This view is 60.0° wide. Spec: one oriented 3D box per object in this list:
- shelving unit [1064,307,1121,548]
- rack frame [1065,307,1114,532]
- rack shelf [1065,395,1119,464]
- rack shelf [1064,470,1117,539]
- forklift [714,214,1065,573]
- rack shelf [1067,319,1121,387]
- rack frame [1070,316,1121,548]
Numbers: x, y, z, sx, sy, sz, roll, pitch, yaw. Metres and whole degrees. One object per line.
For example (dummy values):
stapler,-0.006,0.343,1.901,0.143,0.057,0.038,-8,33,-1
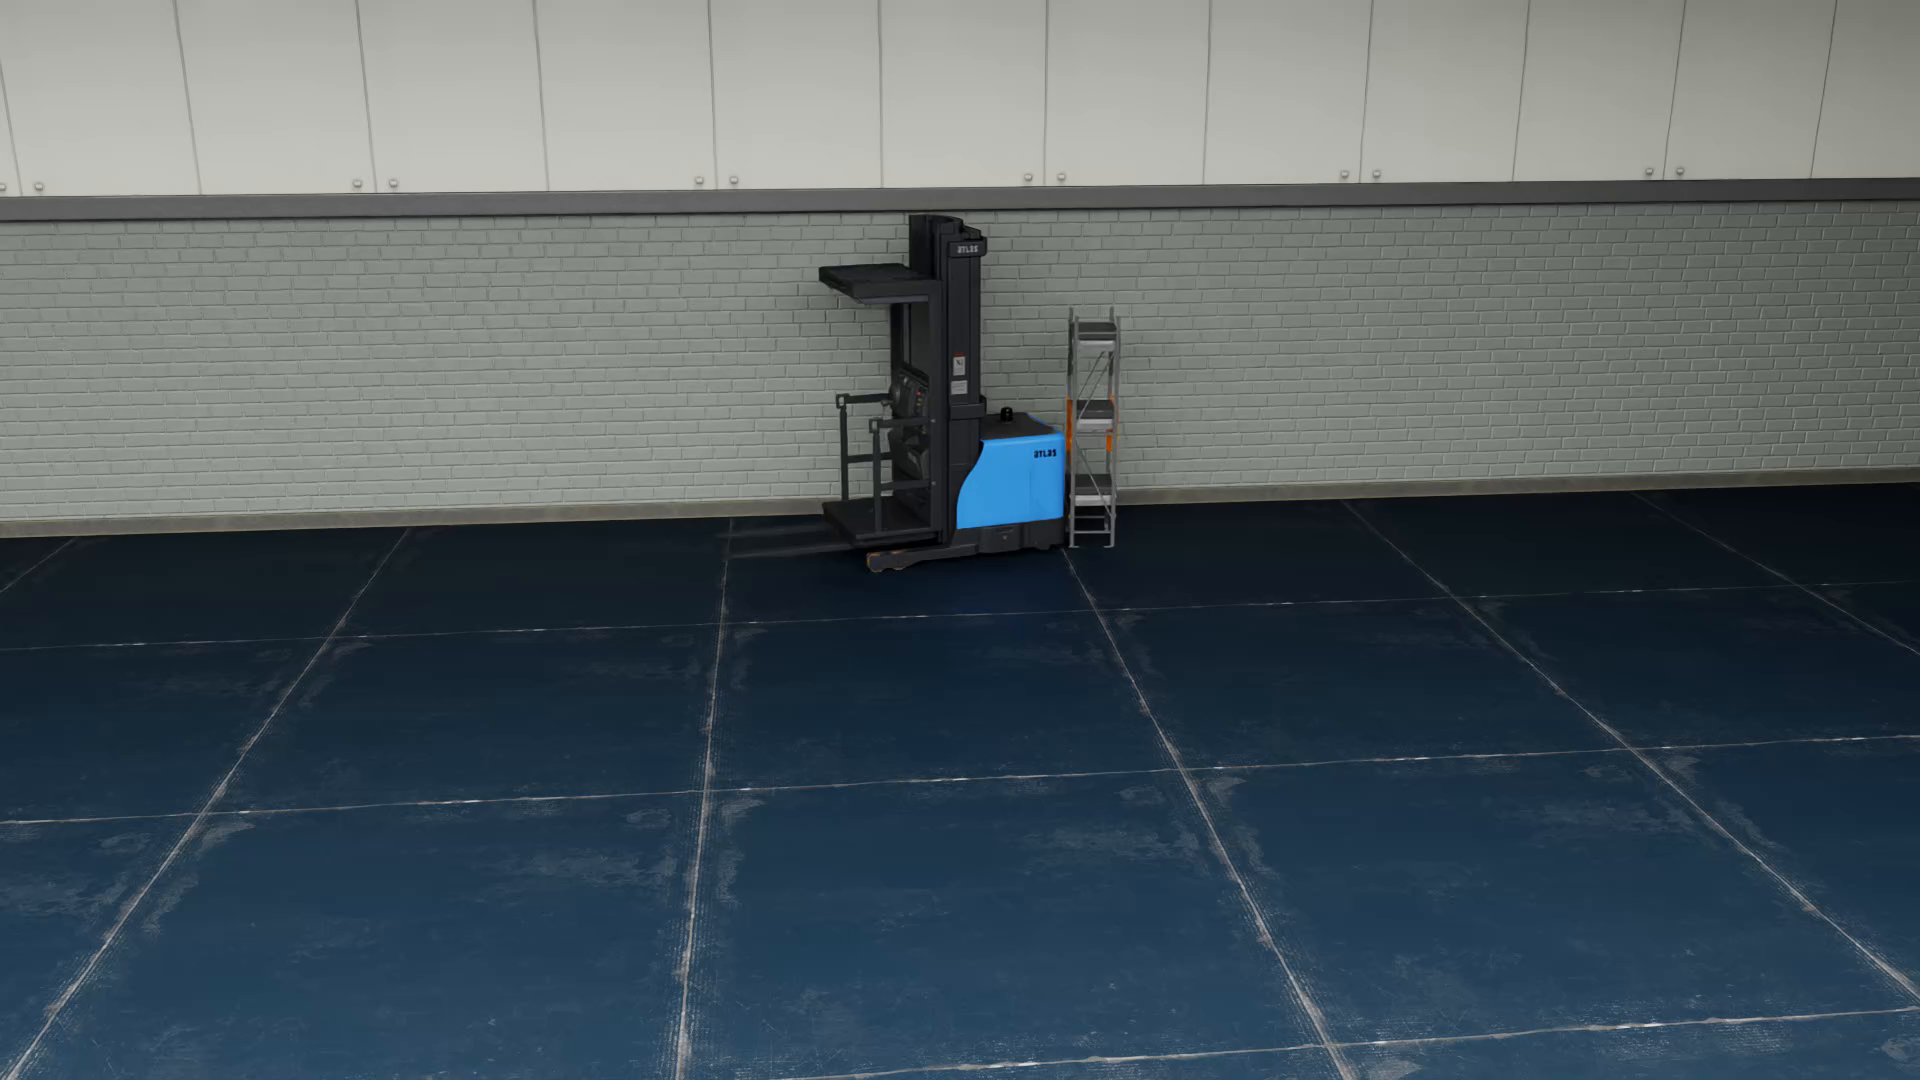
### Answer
shelving unit,1.185,-1.009,14.954,0.431,2.100,0.503,-1,17,-2
rack frame,1.177,-1.081,15.187,0.400,2.100,0.015,-1,17,-2
rack shelf,1.185,-0.996,14.958,0.431,0.518,0.480,-1,17,-2
rack shelf,1.185,-0.327,15.163,0.431,0.518,0.480,-1,17,-2
forklift,-0.629,-1.294,14.478,3.031,2.935,1.130,-6,18,-19
rack shelf,1.184,-1.665,14.753,0.431,0.518,0.480,-1,17,-2
rack frame,1.192,-0.938,14.721,0.400,2.100,0.015,-1,17,-2
